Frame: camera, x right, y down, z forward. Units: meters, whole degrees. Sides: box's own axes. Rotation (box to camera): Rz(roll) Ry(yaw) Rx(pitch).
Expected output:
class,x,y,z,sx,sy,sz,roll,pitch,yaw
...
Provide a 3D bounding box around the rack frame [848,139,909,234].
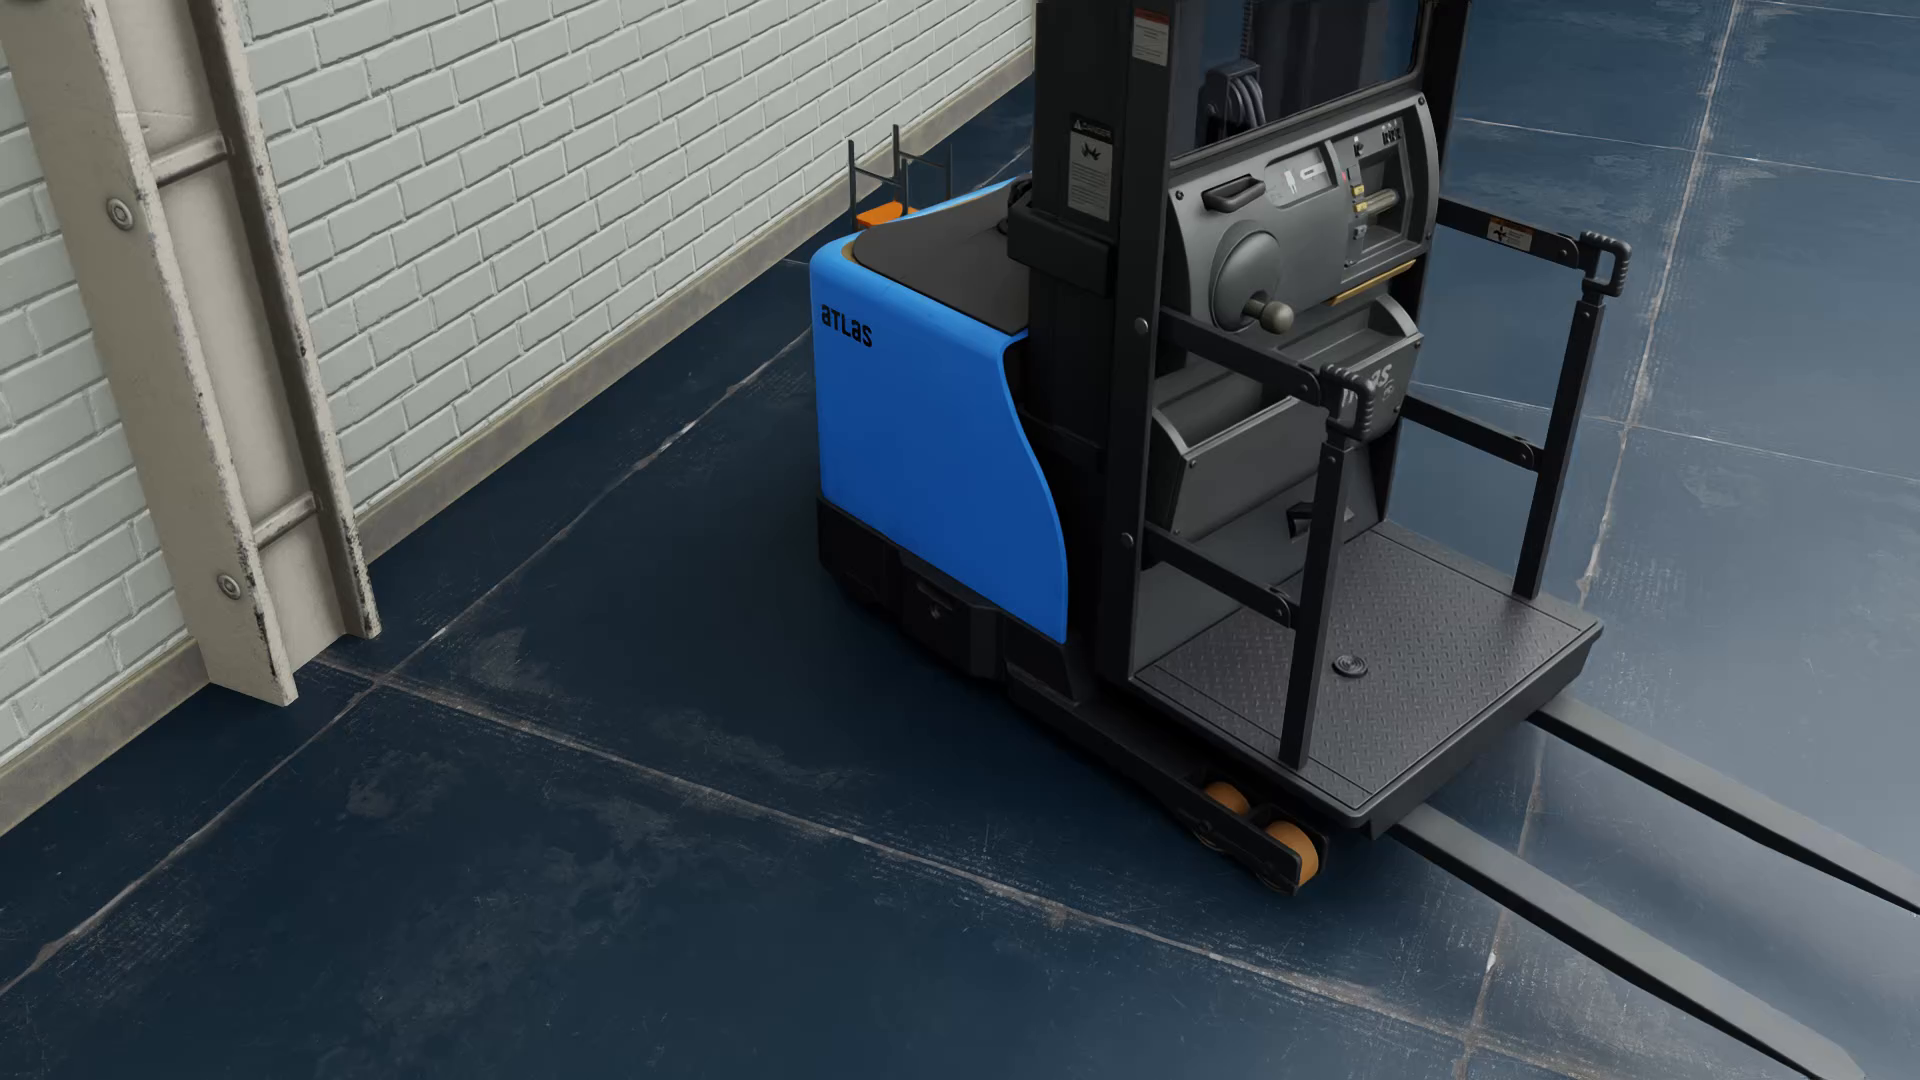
class,x,y,z,sx,sy,sz,roll,pitch,yaw
rack frame,-0.237,-0.619,5.100,0.240,1.200,0.006,27,42,35

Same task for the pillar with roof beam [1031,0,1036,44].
class,x,y,z,sx,sy,sz,roll,pitch,yaw
pillar with roof beam,4.515,-5.440,5.340,9.100,9.000,0.400,14,36,20

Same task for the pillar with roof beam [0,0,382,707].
class,x,y,z,sx,sy,sz,roll,pitch,yaw
pillar with roof beam,2.005,-2.452,0.783,9.100,9.000,0.400,14,36,20

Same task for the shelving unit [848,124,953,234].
class,x,y,z,sx,sy,sz,roll,pitch,yaw
shelving unit,-0.174,-0.656,5.155,0.258,1.200,0.189,27,42,35

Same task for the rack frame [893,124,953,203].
class,x,y,z,sx,sy,sz,roll,pitch,yaw
rack frame,-0.111,-0.692,5.211,0.240,1.200,0.006,27,42,35

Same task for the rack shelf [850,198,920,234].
class,x,y,z,sx,sy,sz,roll,pitch,yaw
rack shelf,-0.174,-0.919,4.982,0.258,0.103,0.180,27,42,35

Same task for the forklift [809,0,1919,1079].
class,x,y,z,sx,sy,sz,roll,pitch,yaw
forklift,0.945,-0.705,3.652,1.130,2.935,3.031,-27,42,-35
